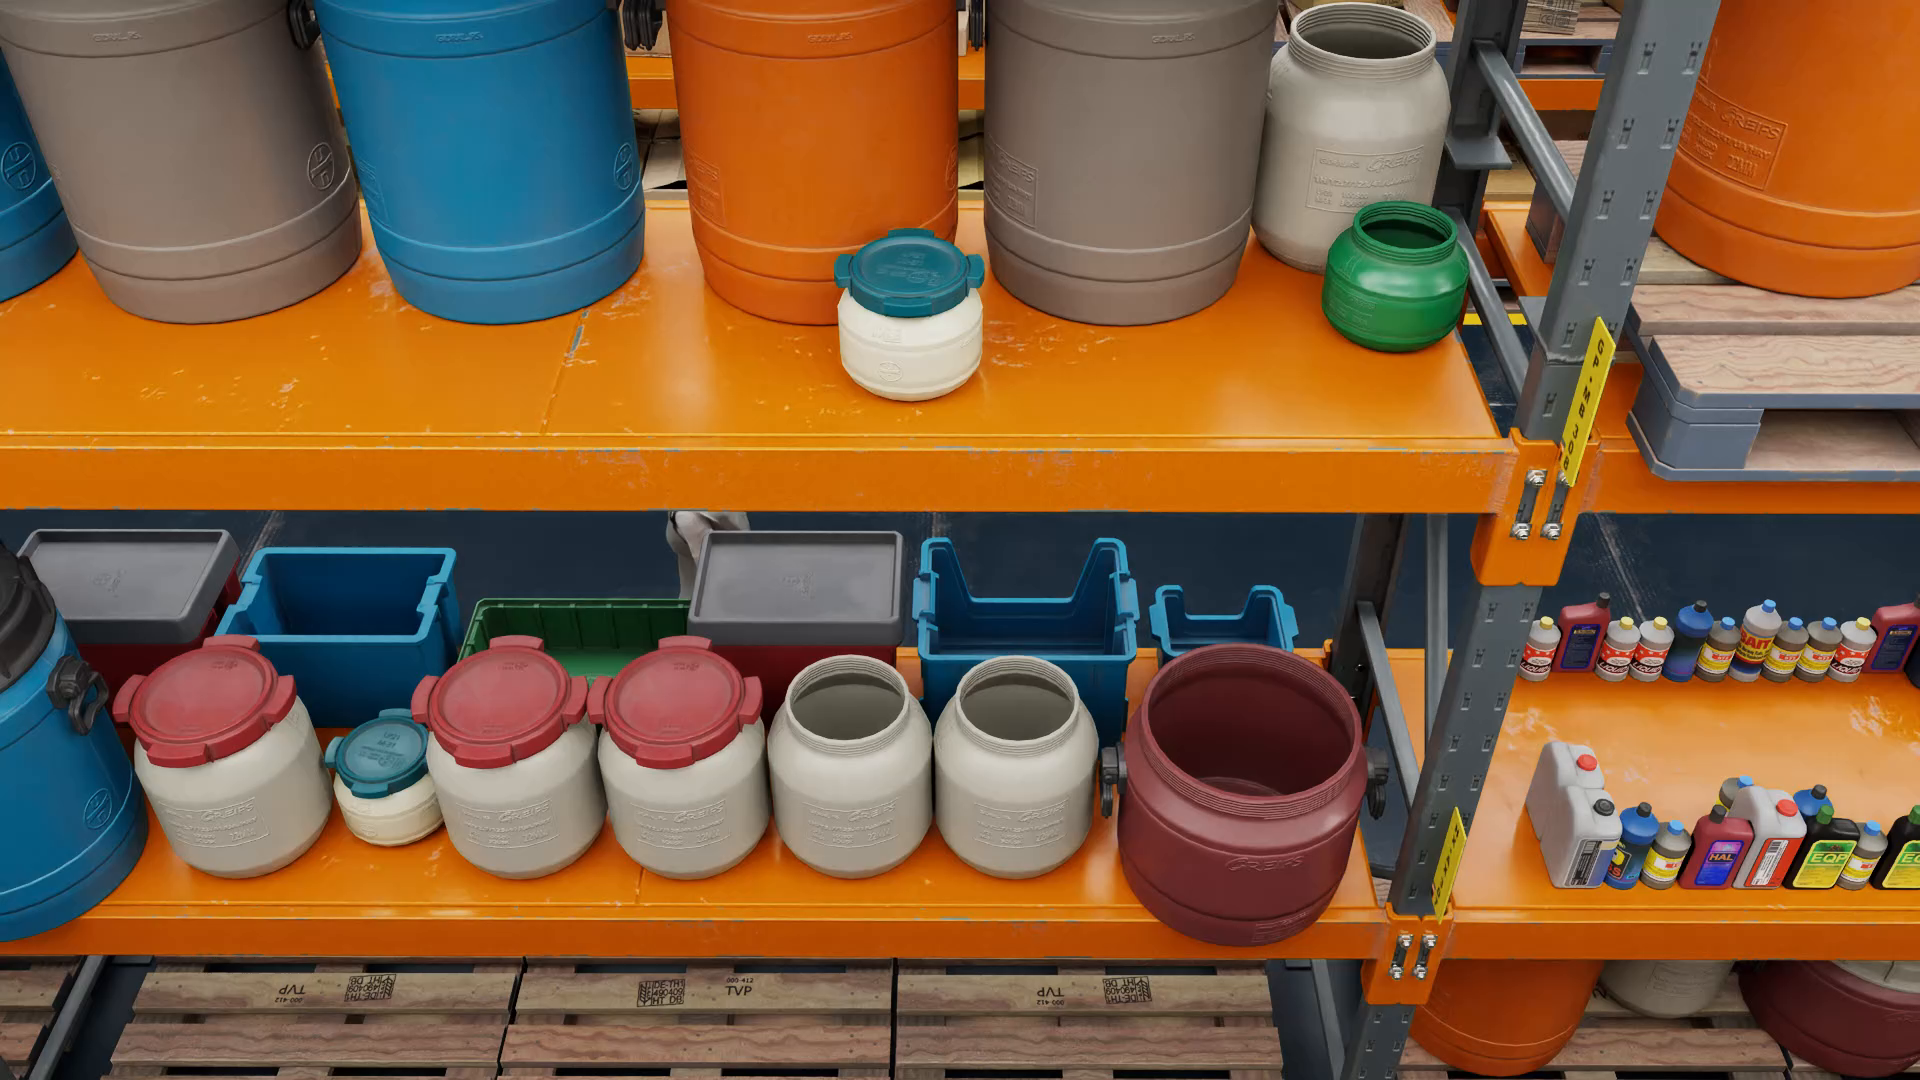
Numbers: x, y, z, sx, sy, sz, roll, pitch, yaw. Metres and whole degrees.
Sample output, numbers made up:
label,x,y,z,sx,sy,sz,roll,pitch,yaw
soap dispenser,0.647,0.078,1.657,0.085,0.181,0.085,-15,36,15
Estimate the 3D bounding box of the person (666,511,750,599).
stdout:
label,x,y,z,sx,sy,sz,roll,pitch,yaw
person,-0.892,0.196,5.933,0.349,1.592,0.480,-2,40,-3
